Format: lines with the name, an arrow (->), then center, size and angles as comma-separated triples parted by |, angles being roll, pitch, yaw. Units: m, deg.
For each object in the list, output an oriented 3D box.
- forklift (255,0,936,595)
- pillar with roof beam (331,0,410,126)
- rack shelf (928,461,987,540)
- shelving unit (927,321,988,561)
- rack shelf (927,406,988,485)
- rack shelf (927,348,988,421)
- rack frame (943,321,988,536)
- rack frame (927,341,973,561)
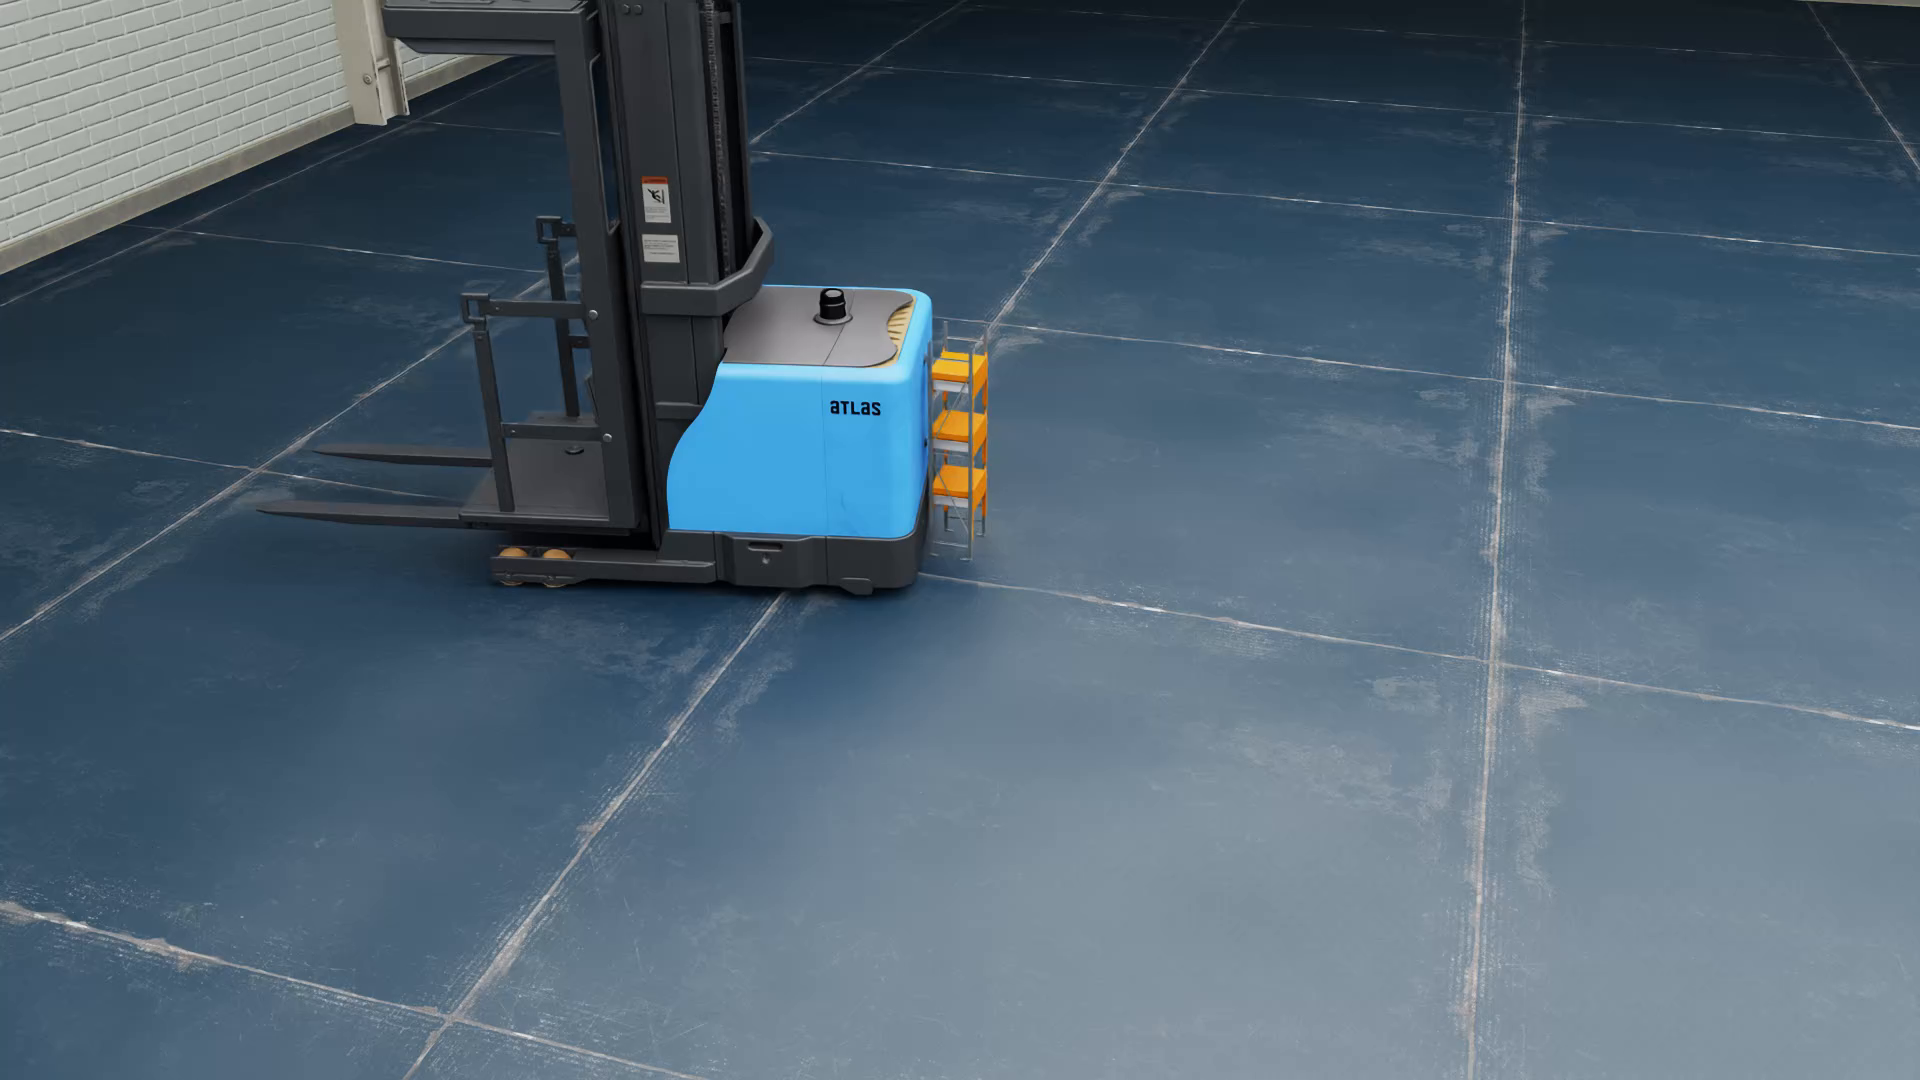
forklift -> -1.662, -1.322, 7.111 | 3.031, 2.935, 1.130 | 2, 29, 4
pillar with roof beam -> -0.842, -6.932, 10.955 | 9.100, 9.000, 0.400 | 8, 30, 15
rack shelf -> -0.009, -0.183, 7.592 | 0.215, 0.259, 0.240 | 8, 30, 13
shelving unit -> -0.009, -0.435, 7.451 | 0.215, 1.050, 0.252 | 8, 30, 13
rack shelf -> -0.009, -0.425, 7.456 | 0.215, 0.259, 0.240 | 8, 30, 13
rack shelf -> -0.009, -0.673, 7.318 | 0.215, 0.259, 0.240 | 8, 30, 13
rack frame -> 0.023, -0.492, 7.554 | 0.200, 1.050, 0.008 | 8, 30, 13
rack frame -> -0.042, -0.377, 7.348 | 0.200, 1.050, 0.008 | 8, 30, 13
